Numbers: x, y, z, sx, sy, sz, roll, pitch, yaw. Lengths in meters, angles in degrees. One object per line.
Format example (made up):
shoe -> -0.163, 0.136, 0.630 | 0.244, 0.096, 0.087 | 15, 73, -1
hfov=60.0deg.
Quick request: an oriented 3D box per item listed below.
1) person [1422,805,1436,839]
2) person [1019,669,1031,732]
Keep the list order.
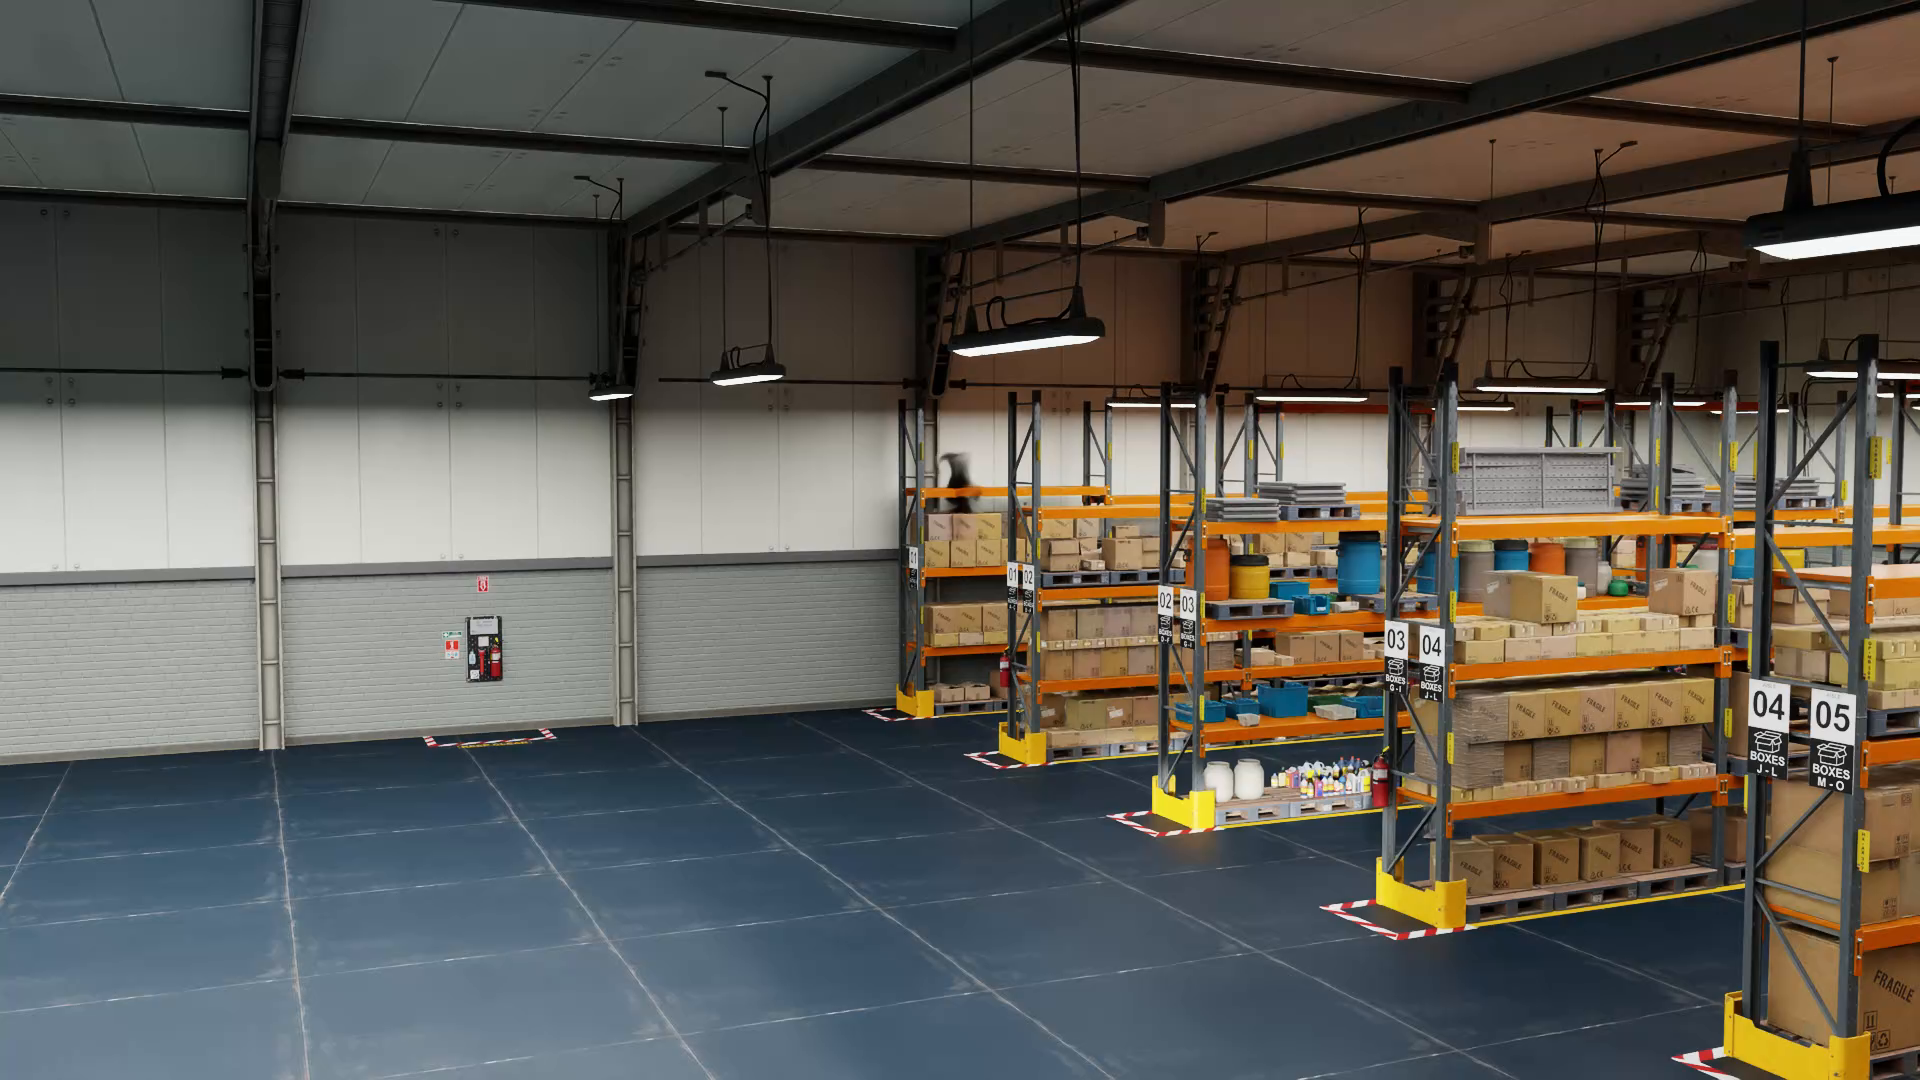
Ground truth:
person -> 6.201, 3.095, 21.692 | 0.614, 1.588, 0.718 | -1, 3, -13
person -> 1.373, 2.562, 29.581 | 0.858, 1.733, 0.721 | -3, 4, -37
